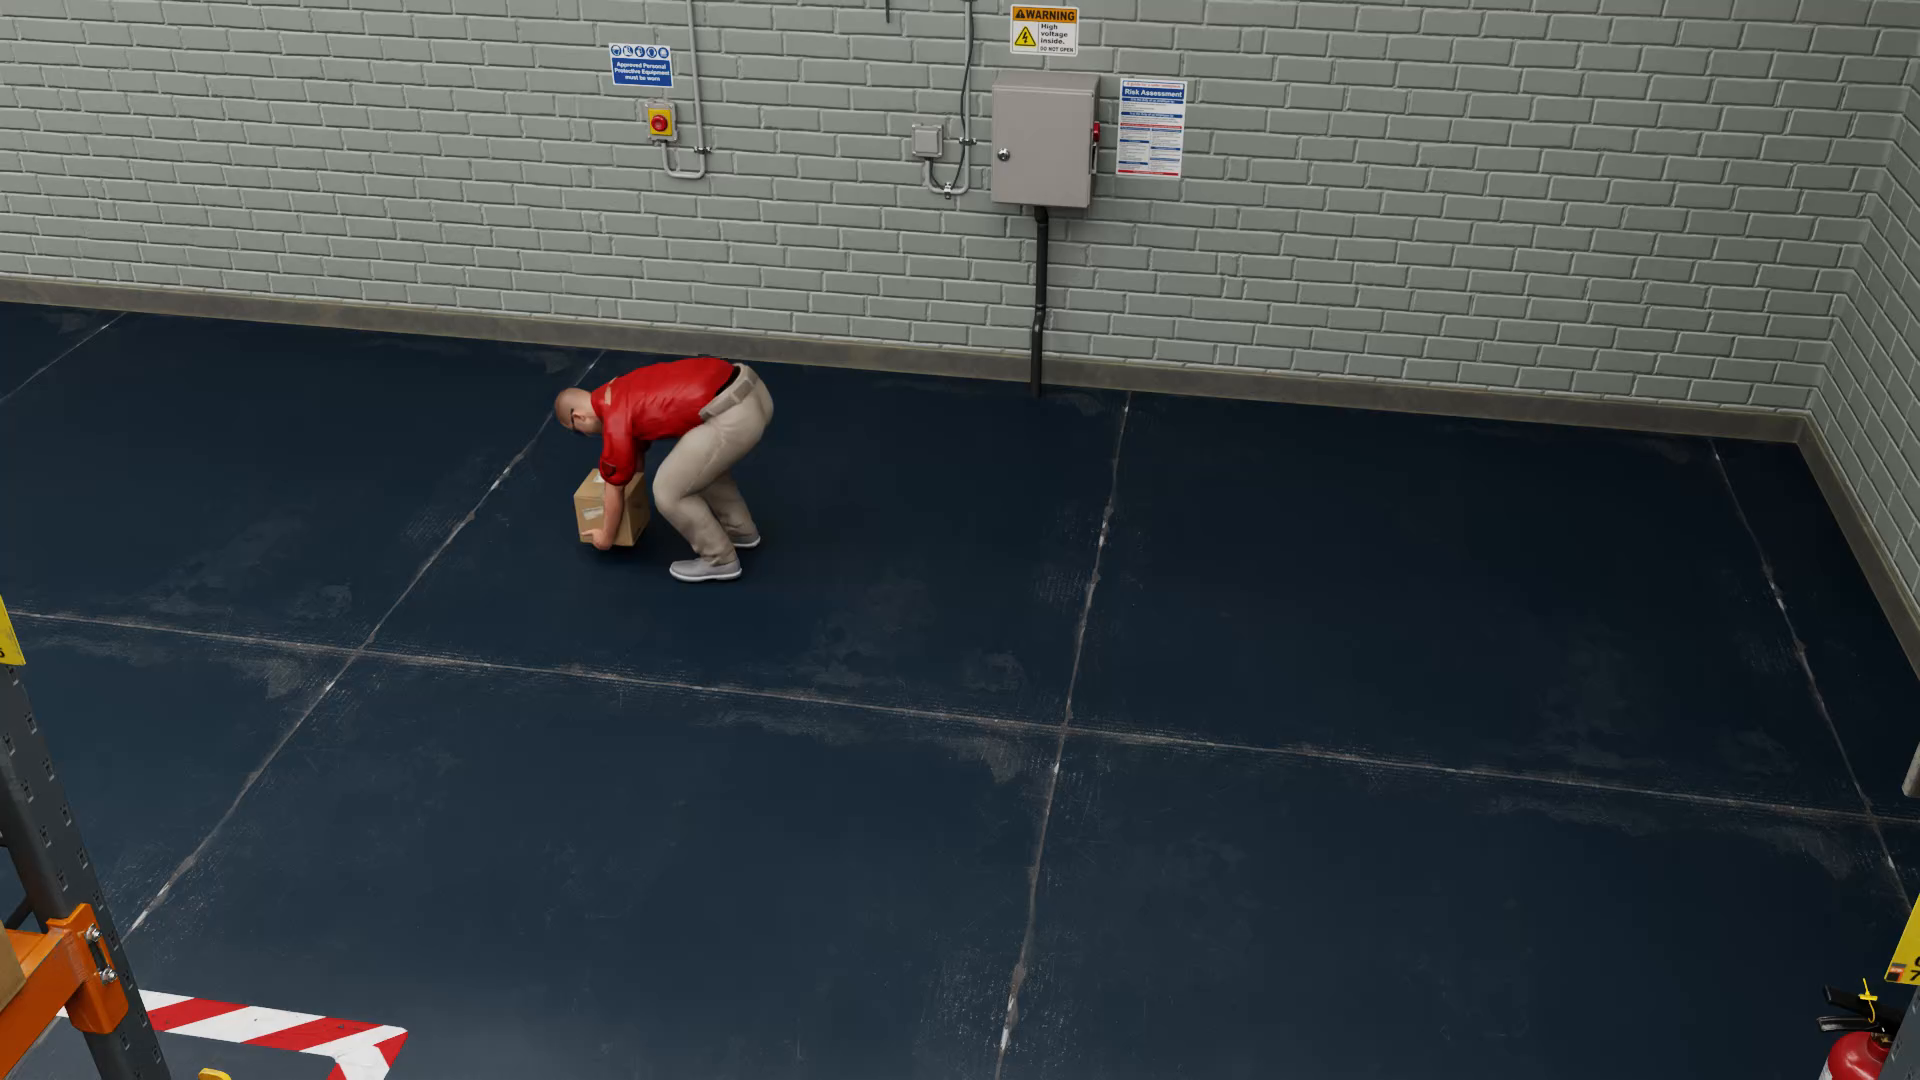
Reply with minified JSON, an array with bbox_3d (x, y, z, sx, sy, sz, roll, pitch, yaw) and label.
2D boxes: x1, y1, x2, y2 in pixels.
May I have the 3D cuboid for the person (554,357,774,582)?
[{"bbox_3d":[-1.302,-0.337,7.396,0.958,0.976,0.529,4,32,6],"label":"person"}]
